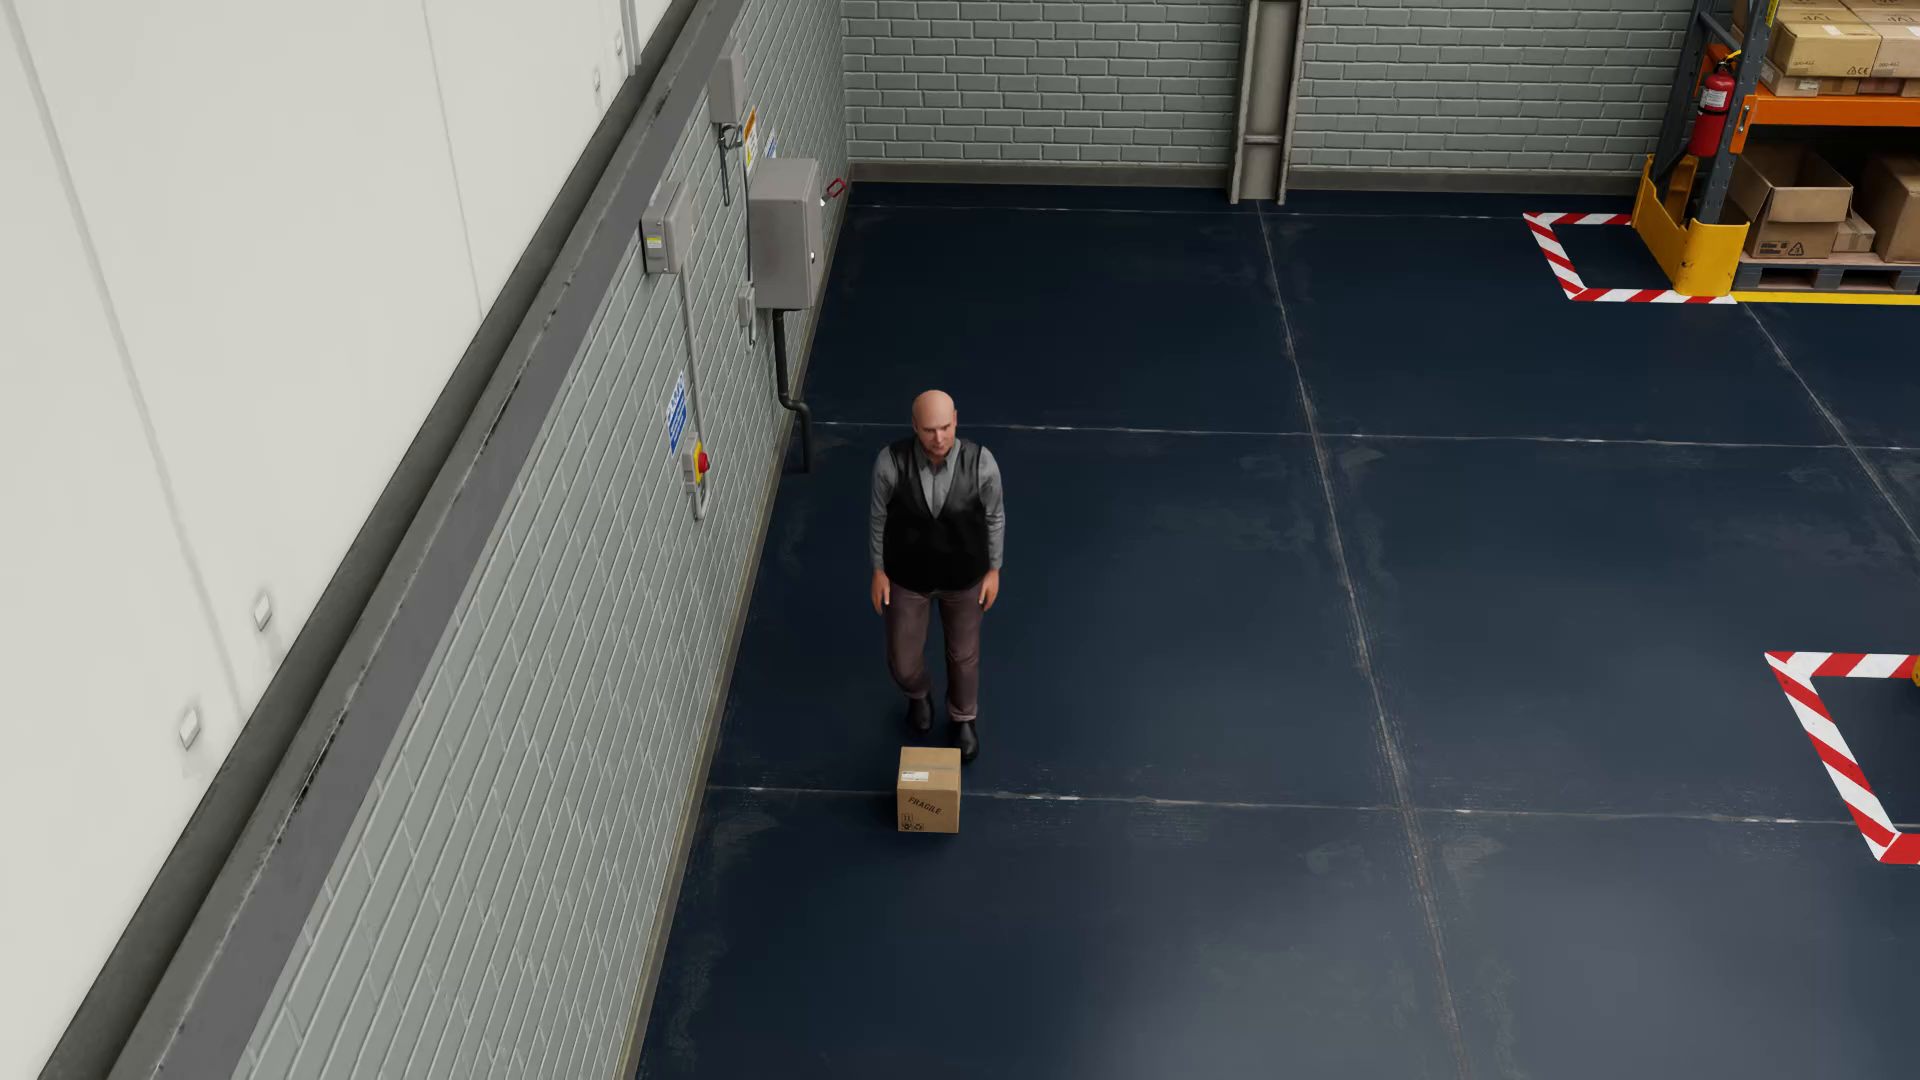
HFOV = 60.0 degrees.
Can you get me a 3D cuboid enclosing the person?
[{"bbox_3d":[-0.092,0.158,6.892,0.558,1.728,0.430,-1,35,-2],"label":"person"}]
